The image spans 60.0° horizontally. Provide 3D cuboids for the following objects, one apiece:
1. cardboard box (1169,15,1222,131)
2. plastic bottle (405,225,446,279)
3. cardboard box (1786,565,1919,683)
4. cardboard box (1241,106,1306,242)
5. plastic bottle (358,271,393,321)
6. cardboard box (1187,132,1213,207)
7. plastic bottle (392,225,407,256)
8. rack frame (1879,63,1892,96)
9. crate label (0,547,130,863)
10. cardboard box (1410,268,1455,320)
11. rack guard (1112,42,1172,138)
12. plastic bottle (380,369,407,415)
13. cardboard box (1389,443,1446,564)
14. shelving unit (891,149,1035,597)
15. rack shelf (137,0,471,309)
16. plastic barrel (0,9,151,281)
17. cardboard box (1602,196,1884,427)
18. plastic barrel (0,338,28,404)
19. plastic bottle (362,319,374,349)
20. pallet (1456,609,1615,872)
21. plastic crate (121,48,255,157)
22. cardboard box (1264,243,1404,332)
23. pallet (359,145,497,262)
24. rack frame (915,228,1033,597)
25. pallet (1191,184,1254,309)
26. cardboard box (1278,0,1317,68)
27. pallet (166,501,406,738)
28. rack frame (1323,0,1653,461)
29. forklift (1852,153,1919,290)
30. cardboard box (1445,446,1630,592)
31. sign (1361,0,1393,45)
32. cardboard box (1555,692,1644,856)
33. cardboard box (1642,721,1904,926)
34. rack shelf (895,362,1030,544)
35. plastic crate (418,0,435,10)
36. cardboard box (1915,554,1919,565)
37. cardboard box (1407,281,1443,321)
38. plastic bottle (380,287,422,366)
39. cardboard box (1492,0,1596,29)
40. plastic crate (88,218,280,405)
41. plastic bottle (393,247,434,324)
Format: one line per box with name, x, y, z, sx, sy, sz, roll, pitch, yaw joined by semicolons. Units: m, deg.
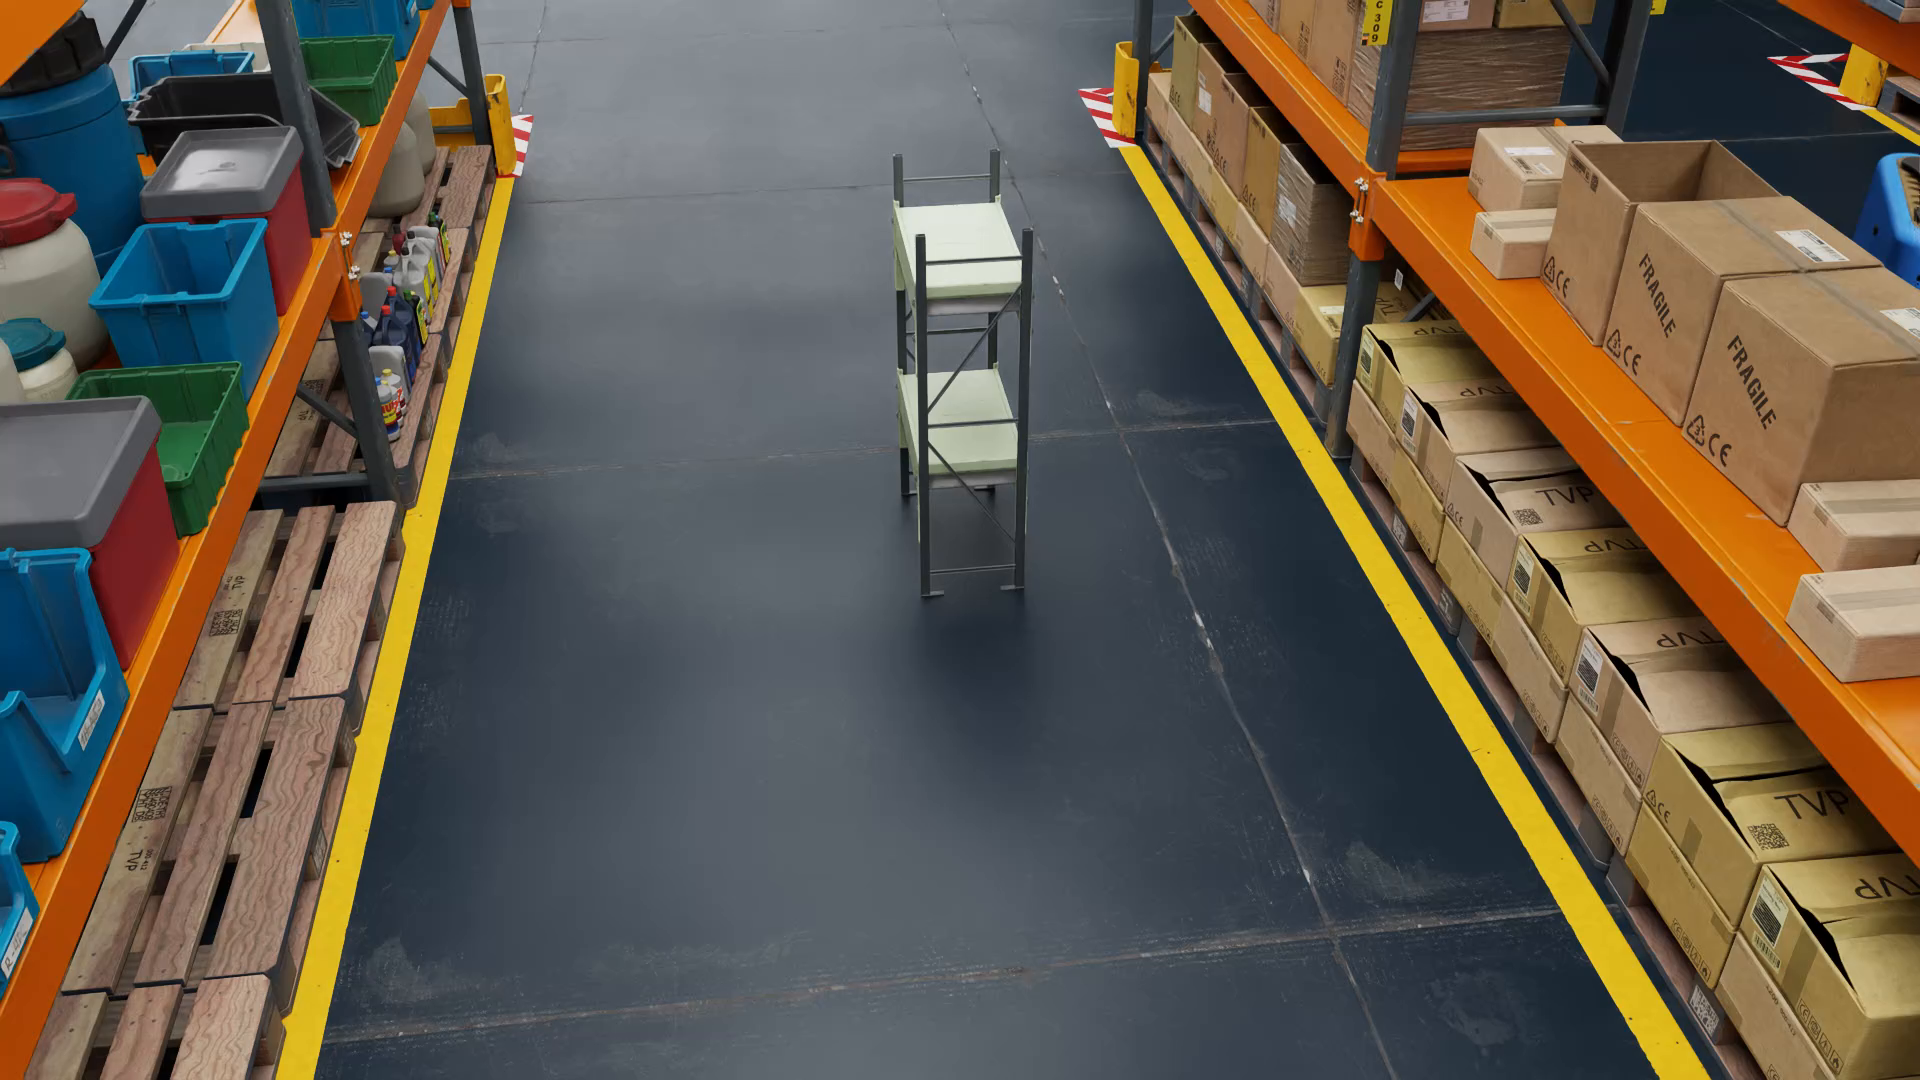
cardboard box;1.495;-2.642;9.366;0.500;0.500;0.500;-4;35;-6
plastic bottle;-2.646;-1.439;8.225;0.152;0.276;0.135;-4;34;-6
cardboard box;2.256;0.197;4.020;0.380;0.149;0.250;-4;35;-6
cardboard box;1.707;-1.806;8.139;0.500;0.500;0.500;-4;35;-6
plastic bottle;-2.720;-1.140;7.787;0.152;0.276;0.135;-4;35;-6
cardboard box;1.564;-2.053;9.168;0.500;0.250;0.500;-4;35;-6
plastic bottle;-2.752;-1.433;8.211;0.061;0.283;0.133;-4;35;-6
rack frame;6.483;-4.267;10.348;1.000;3.000;0.127;-4;35;-6
crate label;-2.124;0.358;3.530;0.502;0.435;0.616;-4;35;-6
cardboard box;2.360;-1.287;7.378;0.500;0.500;0.500;-4;35;-6
rack guard;1.571;-2.870;10.518;1.175;0.500;0.348;-4;35;-6
plastic bottle;-2.432;-0.635;7.112;0.097;0.201;0.097;0;34;0
cardboard box;1.989;-0.166;6.398;0.500;0.250;0.500;-4;34;-5
shelving unit;-0.001;-0.623;6.333;0.431;1.500;0.755;-4;35;-6
rack shelf;-3.065;-2.103;7.812;1.077;0.370;4.000;-4;35;-6
plastic barrel;-3.045;-1.253;5.480;0.600;0.901;0.708;-4;35;-6
cardboard box;2.338;-0.696;5.018;0.500;0.500;0.500;-4;35;-6
plastic barrel;-2.786;-0.381;4.525;0.433;0.535;0.433;0;34;0
plastic bottle;-2.637;-0.843;7.285;0.144;0.351;0.185;-4;35;-6
pallet;2.418;0.585;5.704;1.003;0.211;1.213;-4;35;-6
plastic crate;-3.214;-1.820;6.889;0.499;0.251;0.616;-4;35;-6
cardboard box;1.776;-1.217;7.941;0.500;0.250;0.500;-4;35;-6
pallet;-3.173;-1.872;9.309;1.003;0.211;1.213;-4;35;-6
rack frame;0.048;-0.419;6.033;0.400;1.500;0.023;-4;35;-6
pallet;1.880;-1.635;8.961;1.003;0.211;1.213;-4;35;-6
cardboard box;1.906;-2.520;7.696;0.700;0.500;0.500;-4;34;-6
pallet;-2.652;0.303;6.118;1.003;0.211;1.213;-4;35;-6
rack frame;2.113;-1.658;6.519;1.000;3.000;0.127;-4;35;-6
forklift;5.332;-1.515;6.371;3.031;2.935;1.130;12;36;17
cardboard box;2.054;-0.109;5.817;0.500;0.311;0.500;-5;35;-8
sign;1.563;-2.005;6.190;0.100;0.325;0.005;-4;35;-6
cardboard box;2.201;0.694;5.137;0.500;0.250;0.500;-4;34;-5
cardboard box;2.260;0.742;4.568;0.500;0.311;0.500;-5;35;-7
rack shelf;-0.001;-0.354;6.517;0.431;0.370;0.720;-4;35;-6
plastic crate;-2.889;-2.836;8.380;0.499;0.251;0.408;-4;35;-6
cardboard box;2.722;0.098;4.022;0.500;0.311;0.500;-5;35;-7
cardboard box;2.351;-0.977;7.588;0.500;0.250;0.500;-4;35;-6
plastic bottle;-2.519;-0.959;7.455;0.144;0.351;0.185;-6;35;-8
cardboard box;2.268;-2.132;6.550;0.380;0.149;0.250;-4;35;-6
plastic crate;-2.340;-0.686;5.107;0.392;0.384;0.575;-4;35;-6
plastic bottle;-2.576;-1.196;7.803;0.144;0.351;0.185;-5;35;-7
